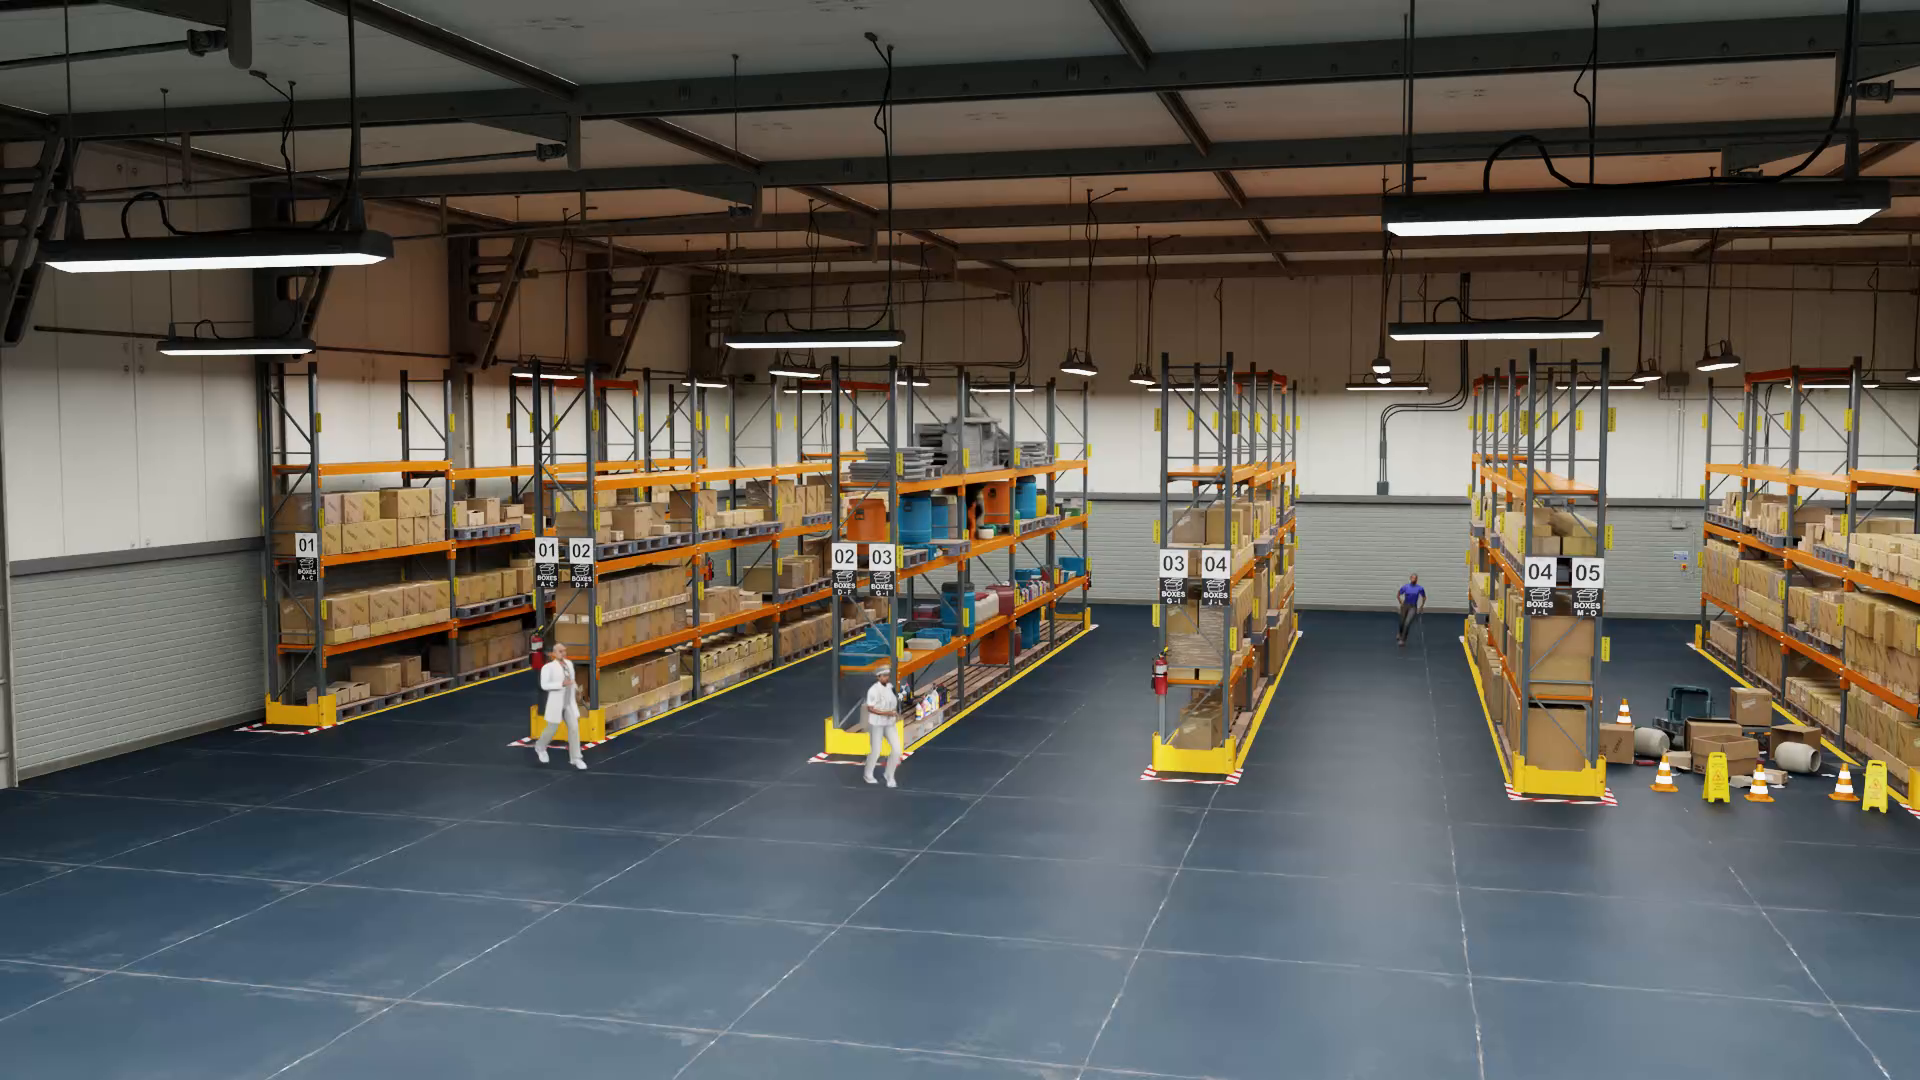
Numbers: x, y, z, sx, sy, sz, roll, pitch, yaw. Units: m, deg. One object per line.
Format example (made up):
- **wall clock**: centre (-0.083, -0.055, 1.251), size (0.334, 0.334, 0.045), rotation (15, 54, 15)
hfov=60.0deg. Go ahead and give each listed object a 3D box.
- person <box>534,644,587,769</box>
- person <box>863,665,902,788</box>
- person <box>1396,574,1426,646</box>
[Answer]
- **person**: centre (-5.782, 2.389, 24.101), size (1.058, 1.776, 0.707), rotation (4, 6, 44)
- **person**: centre (-1.039, 2.575, 22.846), size (0.595, 1.749, 0.729), rotation (-3, 5, -40)
- **person**: centre (10.156, 1.559, 37.482), size (0.648, 1.608, 0.853), rotation (1, 4, 20)
